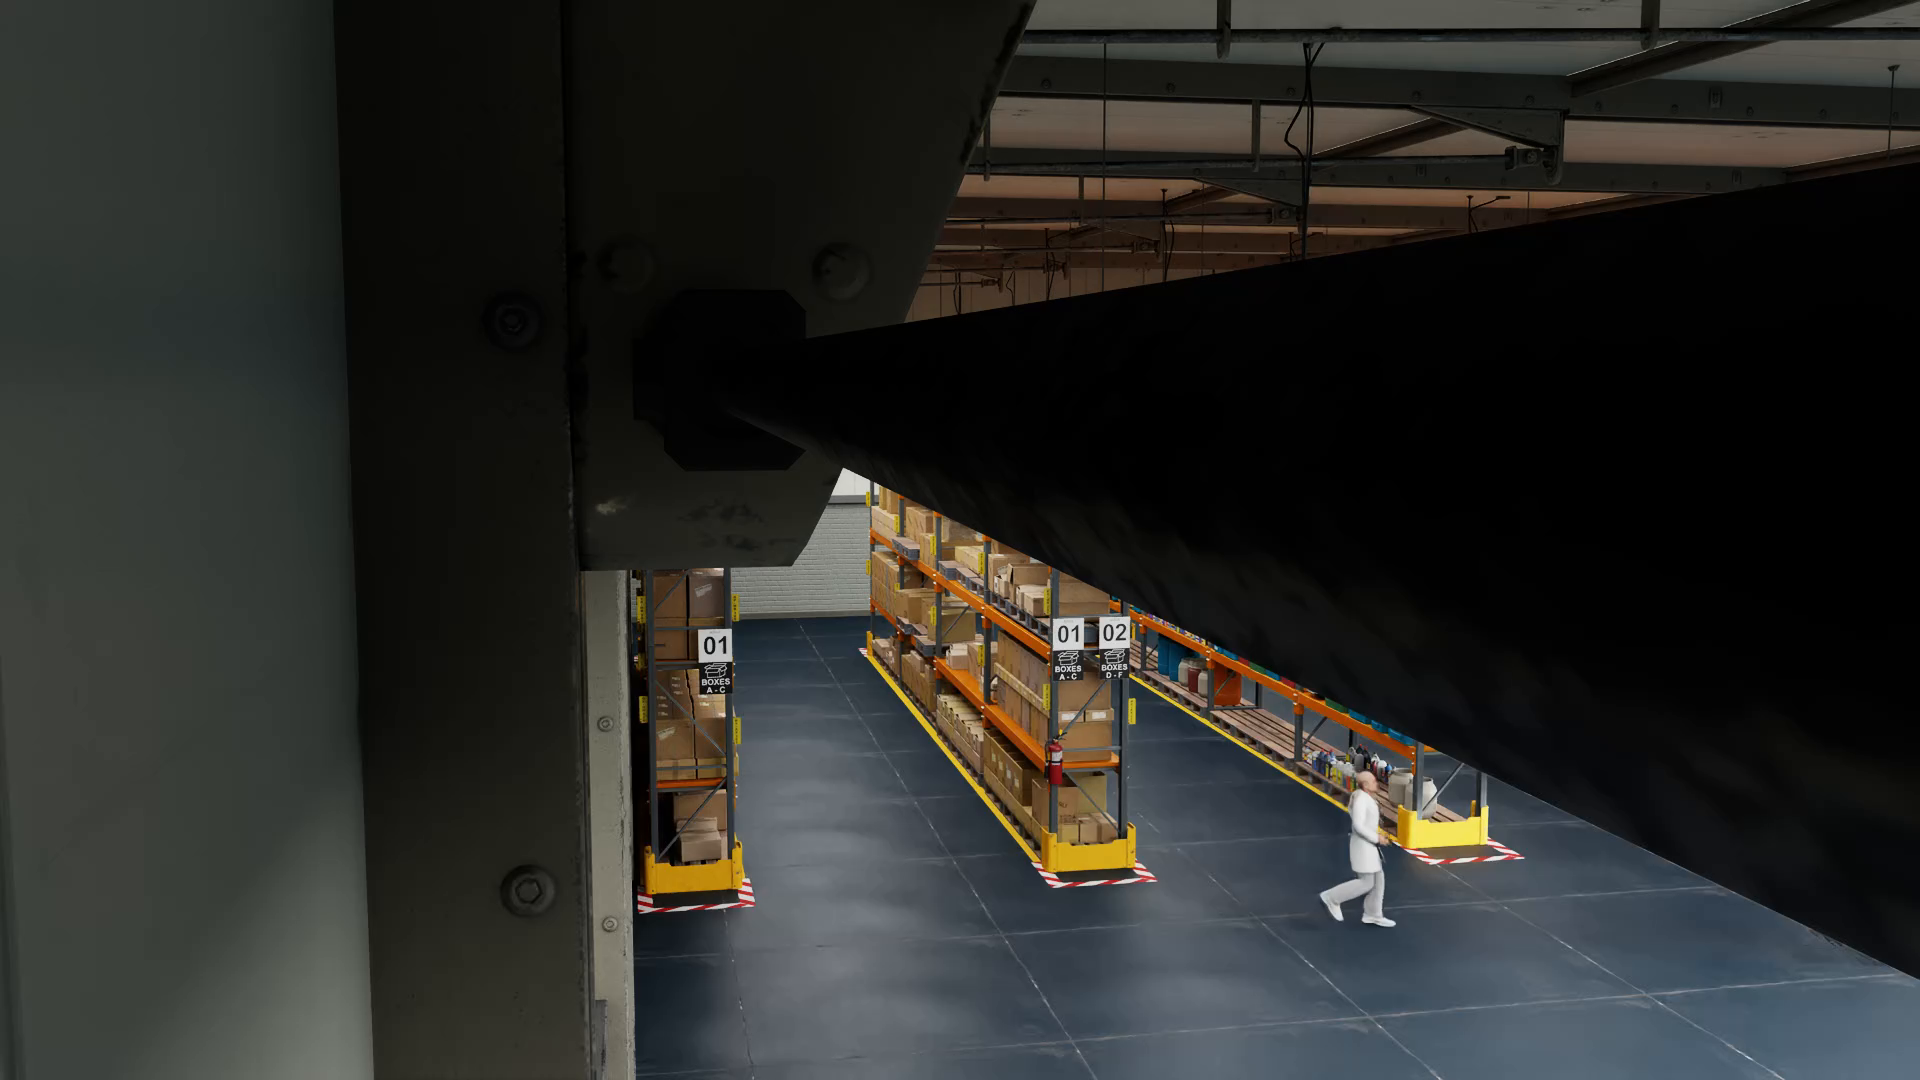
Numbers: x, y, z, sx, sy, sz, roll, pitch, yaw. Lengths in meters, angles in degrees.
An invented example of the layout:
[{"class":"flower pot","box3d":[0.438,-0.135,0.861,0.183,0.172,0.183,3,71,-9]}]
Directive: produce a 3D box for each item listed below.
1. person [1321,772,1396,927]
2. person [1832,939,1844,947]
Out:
[{"class":"person","box3d":[4.535,3.493,18.863,0.837,1.773,0.737,2,6,15]},{"class":"person","box3d":[9.703,3.639,17.678,0.928,1.727,0.663,2,6,17]}]
